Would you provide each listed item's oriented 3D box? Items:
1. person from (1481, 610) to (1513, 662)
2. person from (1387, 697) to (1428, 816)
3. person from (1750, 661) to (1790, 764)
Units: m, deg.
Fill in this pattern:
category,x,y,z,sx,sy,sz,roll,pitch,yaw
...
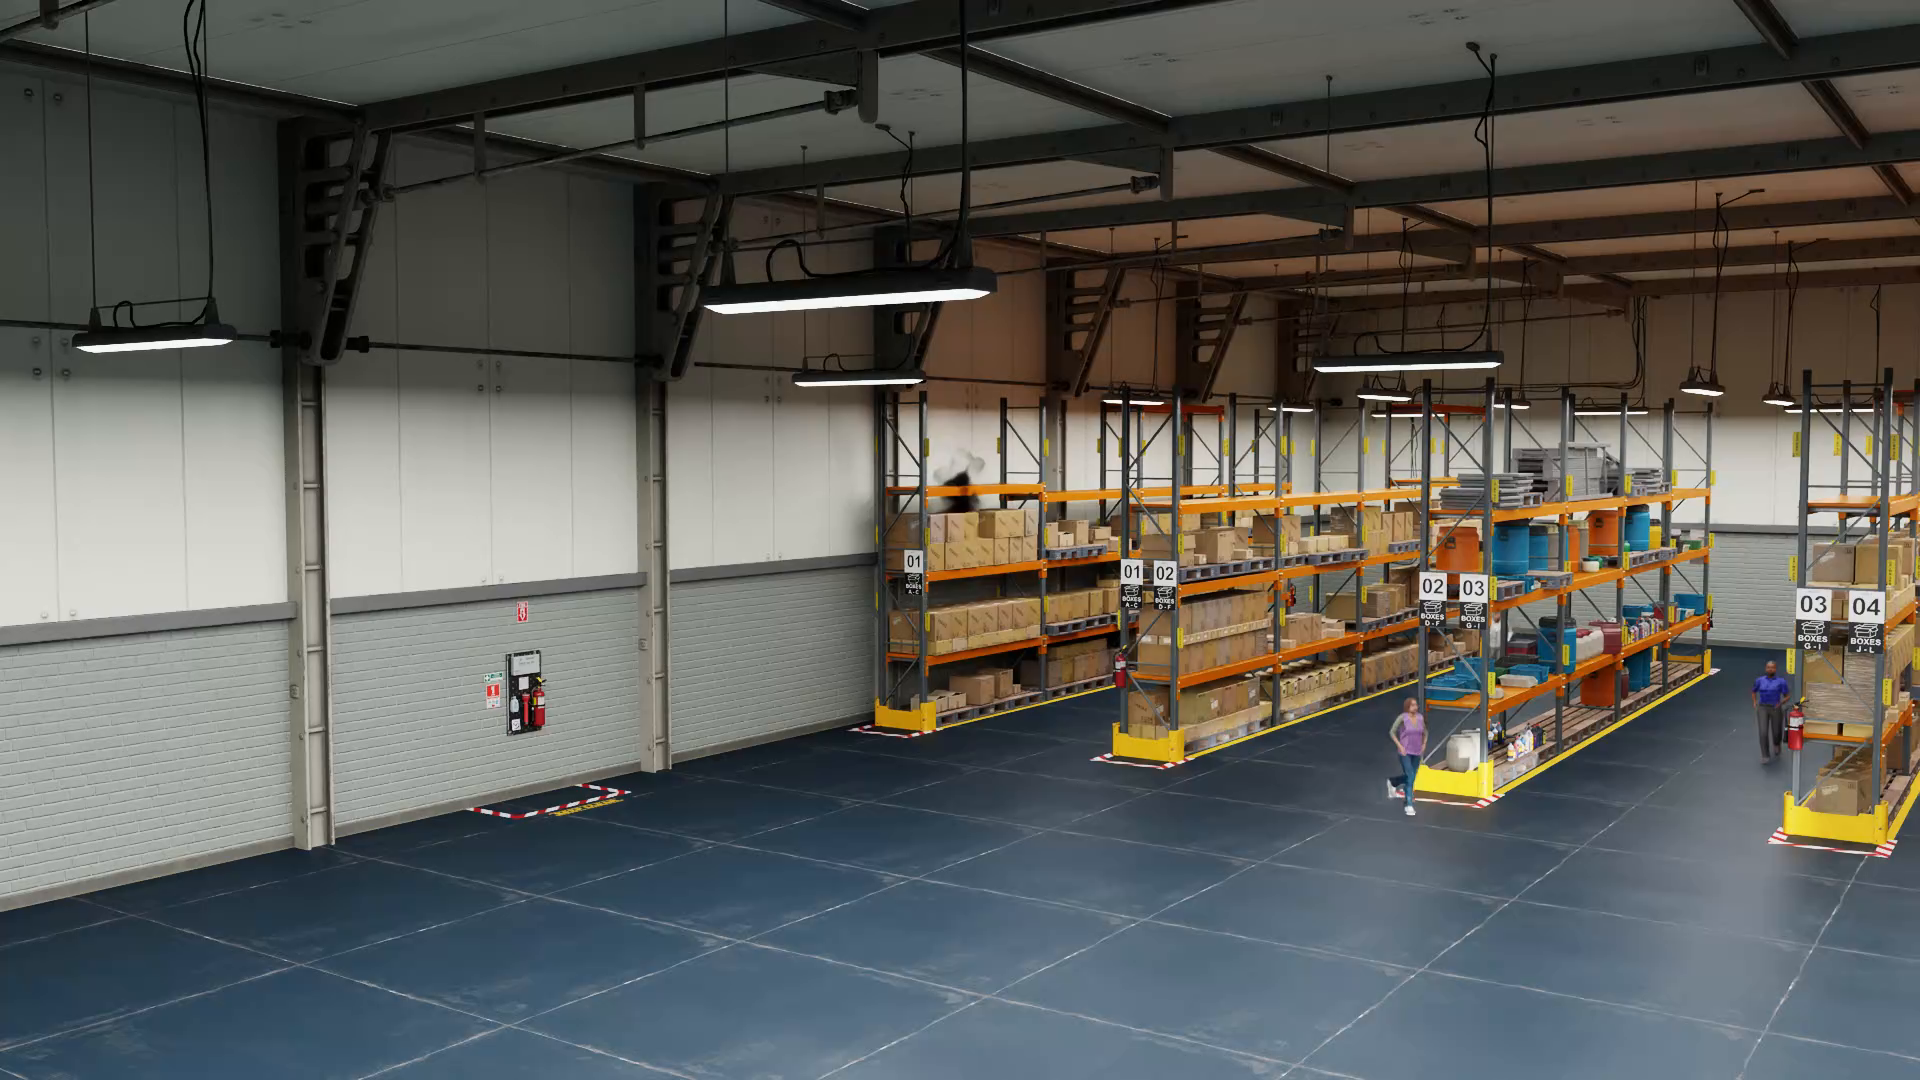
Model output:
category,x,y,z,sx,sy,sz,roll,pitch,yaw
person,11.132,2.240,34.483,0.616,1.693,0.901,1,3,21
person,6.163,2.942,22.926,0.549,1.598,0.732,-1,3,-16
person,12.884,2.732,26.475,0.579,1.597,0.678,2,4,31
